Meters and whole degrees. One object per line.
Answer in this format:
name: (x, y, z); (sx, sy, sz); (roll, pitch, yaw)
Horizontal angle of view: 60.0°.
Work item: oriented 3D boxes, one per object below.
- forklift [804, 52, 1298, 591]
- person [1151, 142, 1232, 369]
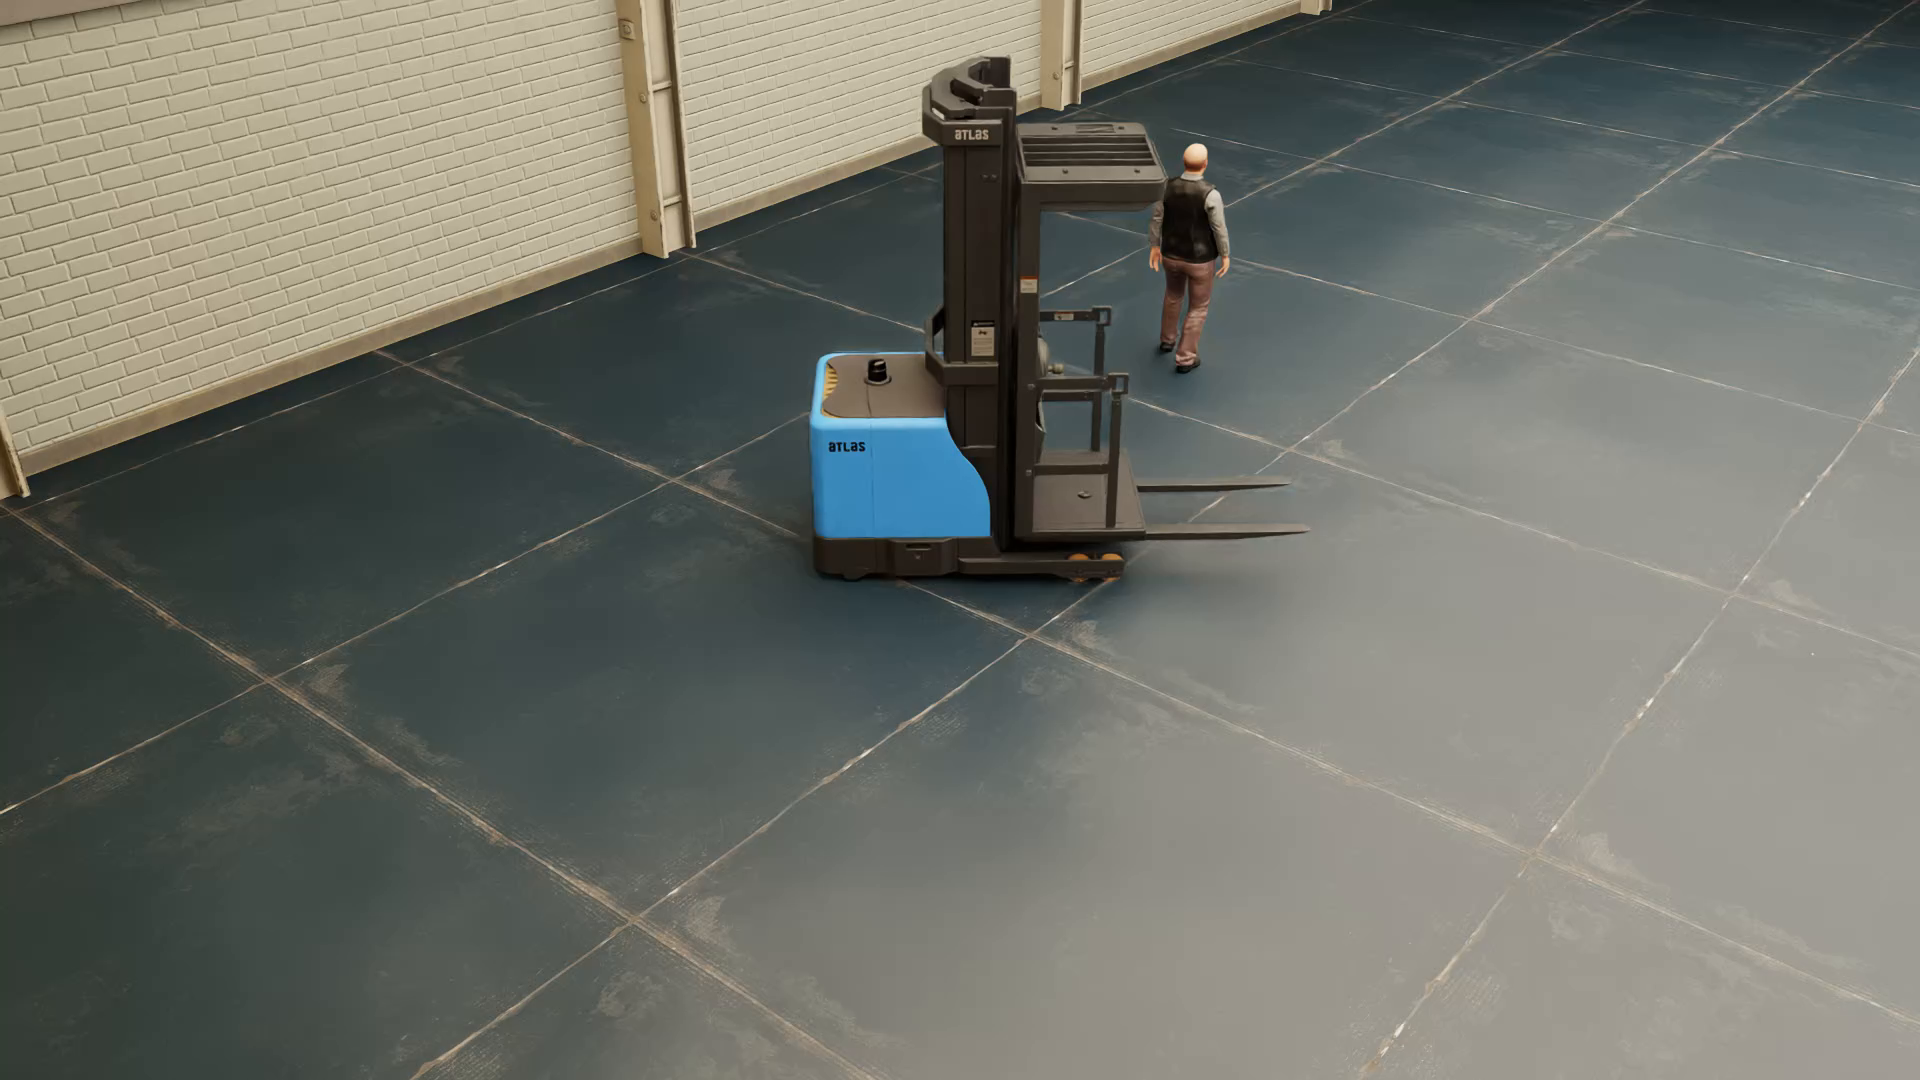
forklift: (0.603, -1.350, 9.906); (3.031, 2.935, 1.130); (-7, 31, -12)
person: (1.755, -2.139, 12.484); (0.614, 1.745, 0.502); (19, 35, 29)
